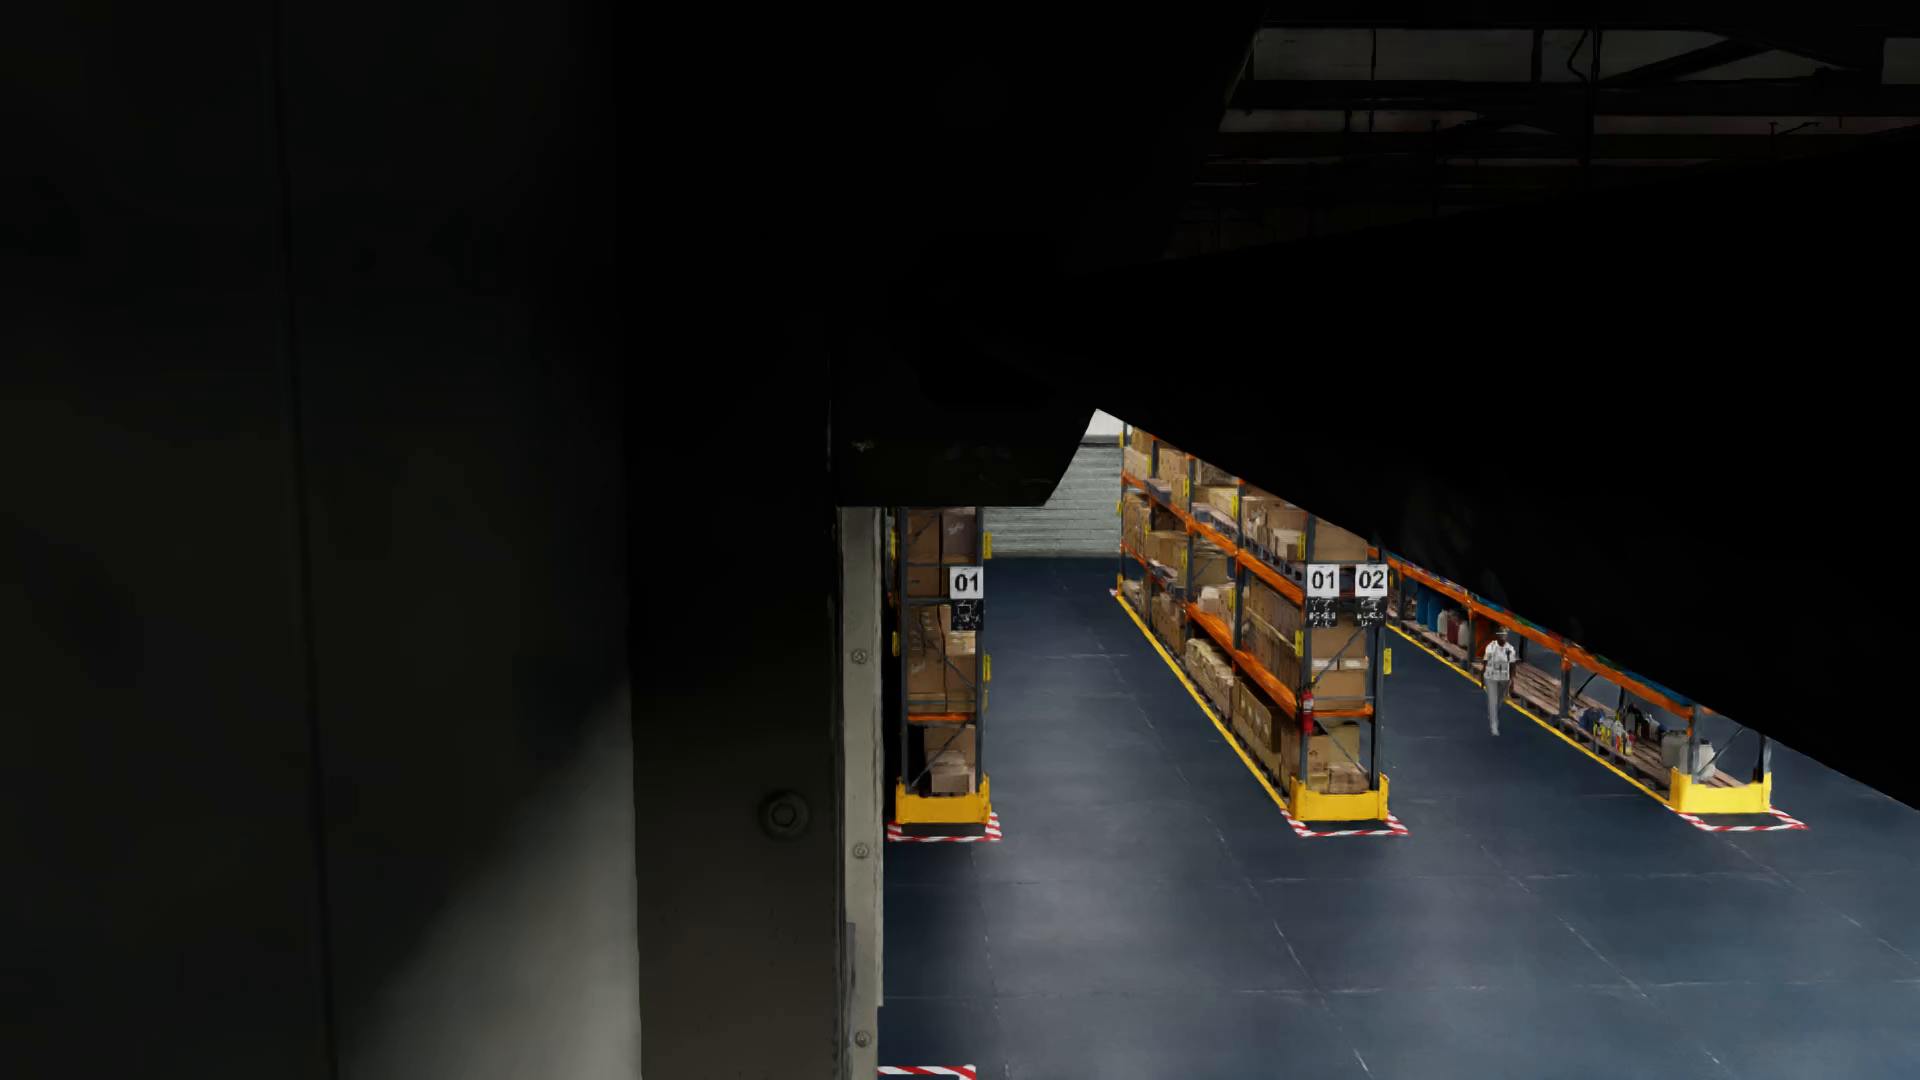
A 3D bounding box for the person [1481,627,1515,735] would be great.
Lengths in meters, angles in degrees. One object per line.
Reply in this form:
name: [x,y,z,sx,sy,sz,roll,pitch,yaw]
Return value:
person: [8.031,2.057,24.761,0.450,1.588,1.082,0,8,2]
